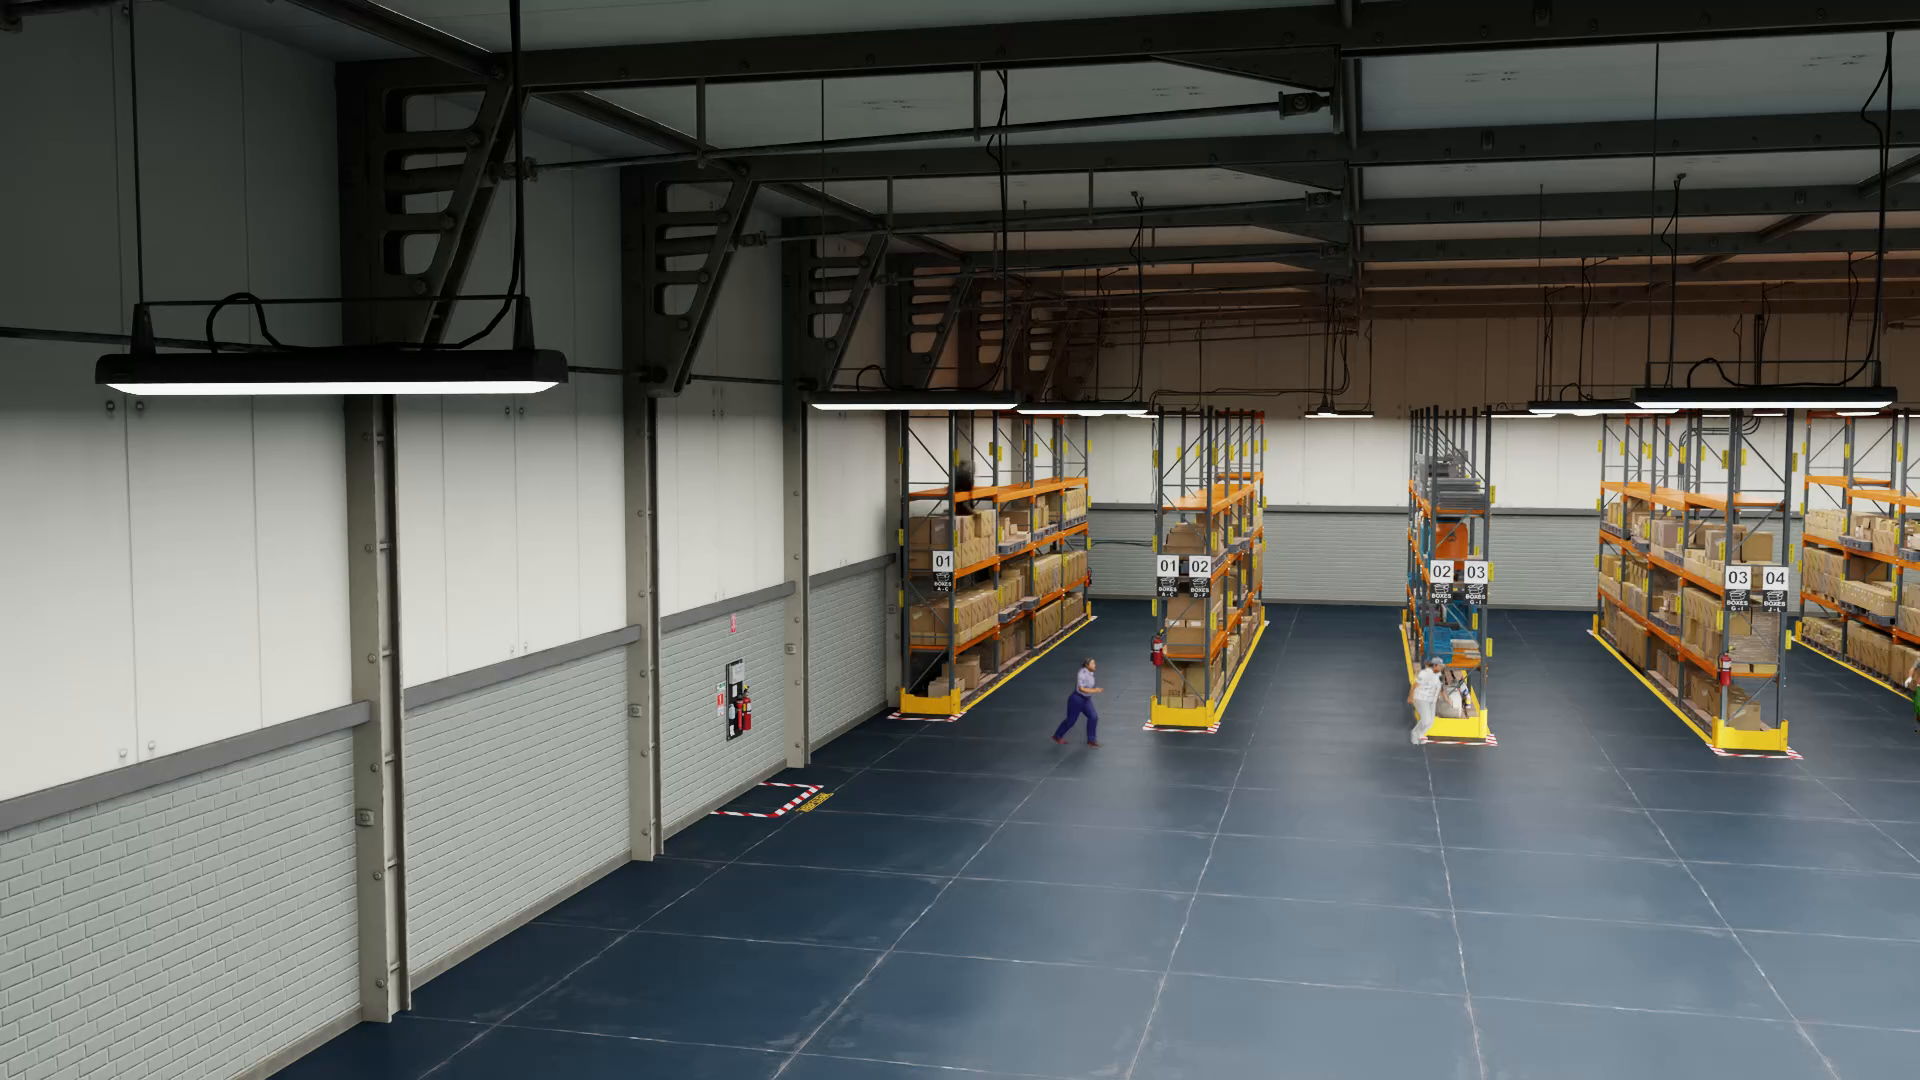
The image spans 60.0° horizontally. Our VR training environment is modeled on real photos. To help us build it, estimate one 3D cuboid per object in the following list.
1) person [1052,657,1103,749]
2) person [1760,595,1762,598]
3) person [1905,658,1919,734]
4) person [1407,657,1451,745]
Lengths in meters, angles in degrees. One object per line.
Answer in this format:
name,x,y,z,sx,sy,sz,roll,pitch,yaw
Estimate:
person,2.077,2.843,29.062,0.943,1.611,0.607,2,5,26
person,21.973,1.737,45.059,0.621,1.561,0.580,-3,5,-32
person,17.733,2.718,30.428,0.763,1.689,0.551,3,5,38
person,8.245,2.818,29.256,0.566,1.561,0.667,-3,5,-33
